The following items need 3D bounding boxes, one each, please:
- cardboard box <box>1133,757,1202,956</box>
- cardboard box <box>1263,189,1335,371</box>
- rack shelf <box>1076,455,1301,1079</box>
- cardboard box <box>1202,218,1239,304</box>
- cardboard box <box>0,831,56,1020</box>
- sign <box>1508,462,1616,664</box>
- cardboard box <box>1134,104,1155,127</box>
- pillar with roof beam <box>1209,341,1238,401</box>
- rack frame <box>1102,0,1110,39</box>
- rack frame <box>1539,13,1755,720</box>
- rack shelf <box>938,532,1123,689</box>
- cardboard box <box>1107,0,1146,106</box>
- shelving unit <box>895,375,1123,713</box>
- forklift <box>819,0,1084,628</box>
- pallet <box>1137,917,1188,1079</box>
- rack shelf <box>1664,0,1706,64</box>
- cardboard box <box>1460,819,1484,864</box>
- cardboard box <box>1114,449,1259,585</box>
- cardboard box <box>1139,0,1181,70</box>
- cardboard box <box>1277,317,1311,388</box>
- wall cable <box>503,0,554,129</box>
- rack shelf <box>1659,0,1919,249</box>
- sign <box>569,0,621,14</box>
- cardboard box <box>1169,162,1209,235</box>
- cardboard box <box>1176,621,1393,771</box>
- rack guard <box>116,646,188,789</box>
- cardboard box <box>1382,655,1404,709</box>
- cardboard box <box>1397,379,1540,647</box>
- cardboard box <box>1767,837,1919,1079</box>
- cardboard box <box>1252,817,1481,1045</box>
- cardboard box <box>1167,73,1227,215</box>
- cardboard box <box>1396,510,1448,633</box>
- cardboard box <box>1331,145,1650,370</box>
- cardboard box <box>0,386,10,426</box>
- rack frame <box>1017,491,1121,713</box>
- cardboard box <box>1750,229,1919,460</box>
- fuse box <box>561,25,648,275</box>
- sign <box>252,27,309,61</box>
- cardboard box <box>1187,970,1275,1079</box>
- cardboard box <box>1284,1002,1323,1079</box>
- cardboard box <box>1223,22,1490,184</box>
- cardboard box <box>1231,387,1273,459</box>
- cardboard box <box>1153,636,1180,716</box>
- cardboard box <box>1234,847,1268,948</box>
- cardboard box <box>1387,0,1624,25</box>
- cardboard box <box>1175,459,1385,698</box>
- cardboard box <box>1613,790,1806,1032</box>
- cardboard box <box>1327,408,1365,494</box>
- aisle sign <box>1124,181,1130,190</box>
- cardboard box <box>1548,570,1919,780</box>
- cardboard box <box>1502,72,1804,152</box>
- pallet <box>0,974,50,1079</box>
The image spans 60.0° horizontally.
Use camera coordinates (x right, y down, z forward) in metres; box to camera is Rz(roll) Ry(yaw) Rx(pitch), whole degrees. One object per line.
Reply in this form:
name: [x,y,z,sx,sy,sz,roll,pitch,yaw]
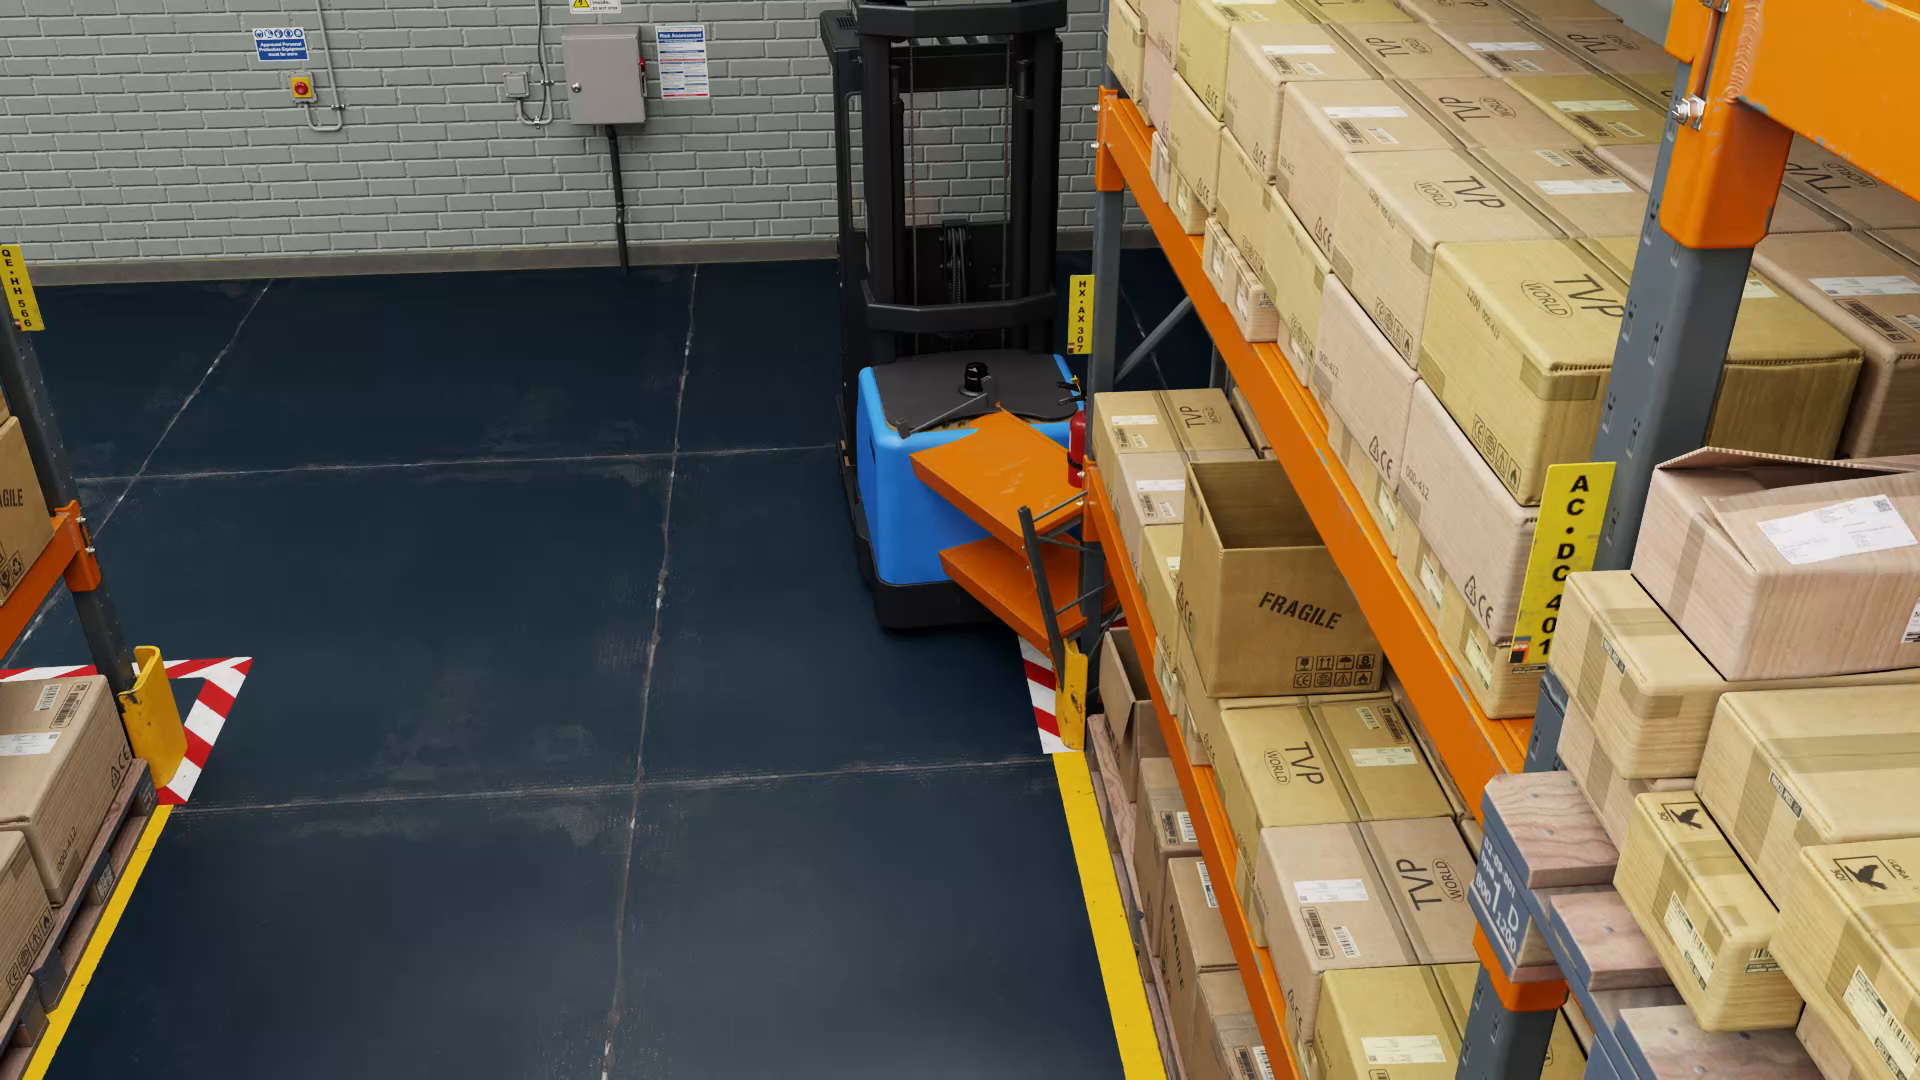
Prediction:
cardboard box: [1.016,1.122,5.974,0.700,0.500,0.500,-2,31,-3]
cardboard box: [0.996,-0.596,3.753,0.500,0.250,0.500,-2,31,-4]
rack shelf: [1.199,0.804,5.180,1.077,0.370,4.000,-3,31,-5]
cardboard box: [0.857,-0.744,4.391,0.380,0.149,0.250,-3,31,-4]
cardboard box: [-3.675,1.433,5.515,0.875,0.438,0.875,-2,31,-3]
sign: [0.846,0.037,2.334,0.100,0.325,0.005,-3,31,-5]
cardboard box: [0.810,-1.532,5.709,0.380,0.149,0.250,-2,31,-4]
pillar with roof beam: [-2.629,-4.315,7.198,9.100,9.000,0.400,-3,31,-5]
rack frame: [1.012,-3.101,5.167,1.000,3.000,0.127,-3,31,-5]
rack frame: [1.385,-1.059,1.748,1.000,3.000,0.127,-3,31,-5]
rack shelf: [0.360,0.217,7.534,0.538,0.278,1.000,-28,36,-19]
cardboard box: [0.781,-1.637,5.497,0.500,0.250,0.500,-3,31,-5]
shelving unit: [0.307,0.021,7.397,0.538,1.125,1.048,-28,36,-19]
forklift: [-0.099,-1.576,8.531,1.130,2.935,3.031,-5,31,-8]
pallet: [1.205,1.739,5.633,1.003,0.211,1.213,-3,31,-5]
rack shelf: [1.199,-1.770,3.642,1.077,0.370,4.000,-3,31,-5]
cardboard box: [1.554,0.932,4.121,0.500,0.250,0.500,-3,31,-5]
cardboard box: [0.833,-0.087,5.827,0.500,0.250,0.500,-2,31,-4]
cardboard box: [0.832,-1.592,4.934,0.500,0.250,0.500,-3,31,-5]
cardboard box: [0.978,-0.487,3.961,0.380,0.149,0.250,-2,31,-4]
wall cable: [-3.069,-3.674,10.985,0.588,1.984,0.122,-3,31,-5]
rack shelf: [1.572,0.443,0.325,1.077,0.370,4.000,-3,31,-5]
sign: [-2.449,-3.647,11.126,0.339,0.242,0.001,-3,31,-5]
cardboard box: [0.820,-1.002,4.822,0.380,0.149,0.250,-3,31,-5]
cardboard box: [0.953,0.432,4.958,0.500,0.250,0.500,-4,31,-6]
rack guard: [-3.932,0.775,6.965,1.175,0.500,0.348,-3,31,-5]
cardboard box: [1.456,0.416,4.984,0.500,0.250,0.500,-3,31,-5]
cardboard box: [1.091,-0.069,2.871,0.500,0.250,0.500,-3,31,-4]
cardboard box: [1.054,0.424,1.639,0.380,0.149,0.250,-3,31,-6]
cardboard box: [1.033,0.950,4.091,0.500,0.250,0.500,-3,31,-4]
cardboard box: [0.884,-1.117,4.625,0.500,0.250,0.500,-4,31,-6]
cardboard box: [1.038,0.042,3.074,0.380,0.149,0.250,-3,31,-5]
cardboard box: [1.043,-0.554,3.196,0.500,0.250,0.500,-3,31,-5]
cardboard box: [-3.648,-0.523,5.629,0.500,0.500,0.500,-2,31,-3]
rack frame: [0.565,0.222,7.008,0.500,1.125,0.032,-28,36,-19]
cardboard box: [1.622,-0.316,2.797,0.500,0.250,0.500,-3,31,-5]
fuse box: [-2.375,-2.637,11.496,0.539,1.711,0.414,-3,31,-5]
sign: [-4.534,-3.309,11.101,0.327,0.218,0.001,-3,31,-5]
cardboard box: [1.113,1.652,5.087,0.700,0.500,0.500,-4,31,-6]
cardboard box: [1.010,1.210,4.044,0.380,0.149,0.250,-2,31,-3]
cardboard box: [0.950,-1.077,4.071,0.500,0.250,0.500,-2,31,-3]
cardboard box: [1.319,-0.367,6.295,0.500,0.250,0.500,-2,31,-3]
cardboard box: [0.840,0.423,5.361,0.380,0.149,0.250,-4,31,-6]
cardboard box: [0.961,0.946,4.486,0.380,0.149,0.250,-3,31,-5]
cardboard box: [1.438,-1.350,4.528,0.500,0.250,0.500,-2,31,-4]
cardboard box: [0.926,0.099,4.783,0.500,0.500,0.500,-2,31,-3]
cardboard box: [1.007,0.419,1.937,0.380,0.149,0.250,-2,31,-4]
cardboard box: [1.003,-0.221,3.515,0.380,0.149,0.250,-3,31,-5]
aisle sign: [0.713,-1.662,6.073,0.394,0.787,0.004,-3,31,-5]
cardboard box: [0.977,0.159,2.081,0.380,0.149,0.250,-2,31,-3]
cardboard box: [1.511,-0.839,3.672,0.500,0.250,0.500,-3,31,-5]
pallet: [-3.666,1.937,5.301,1.003,0.211,1.213,-3,31,-5]
